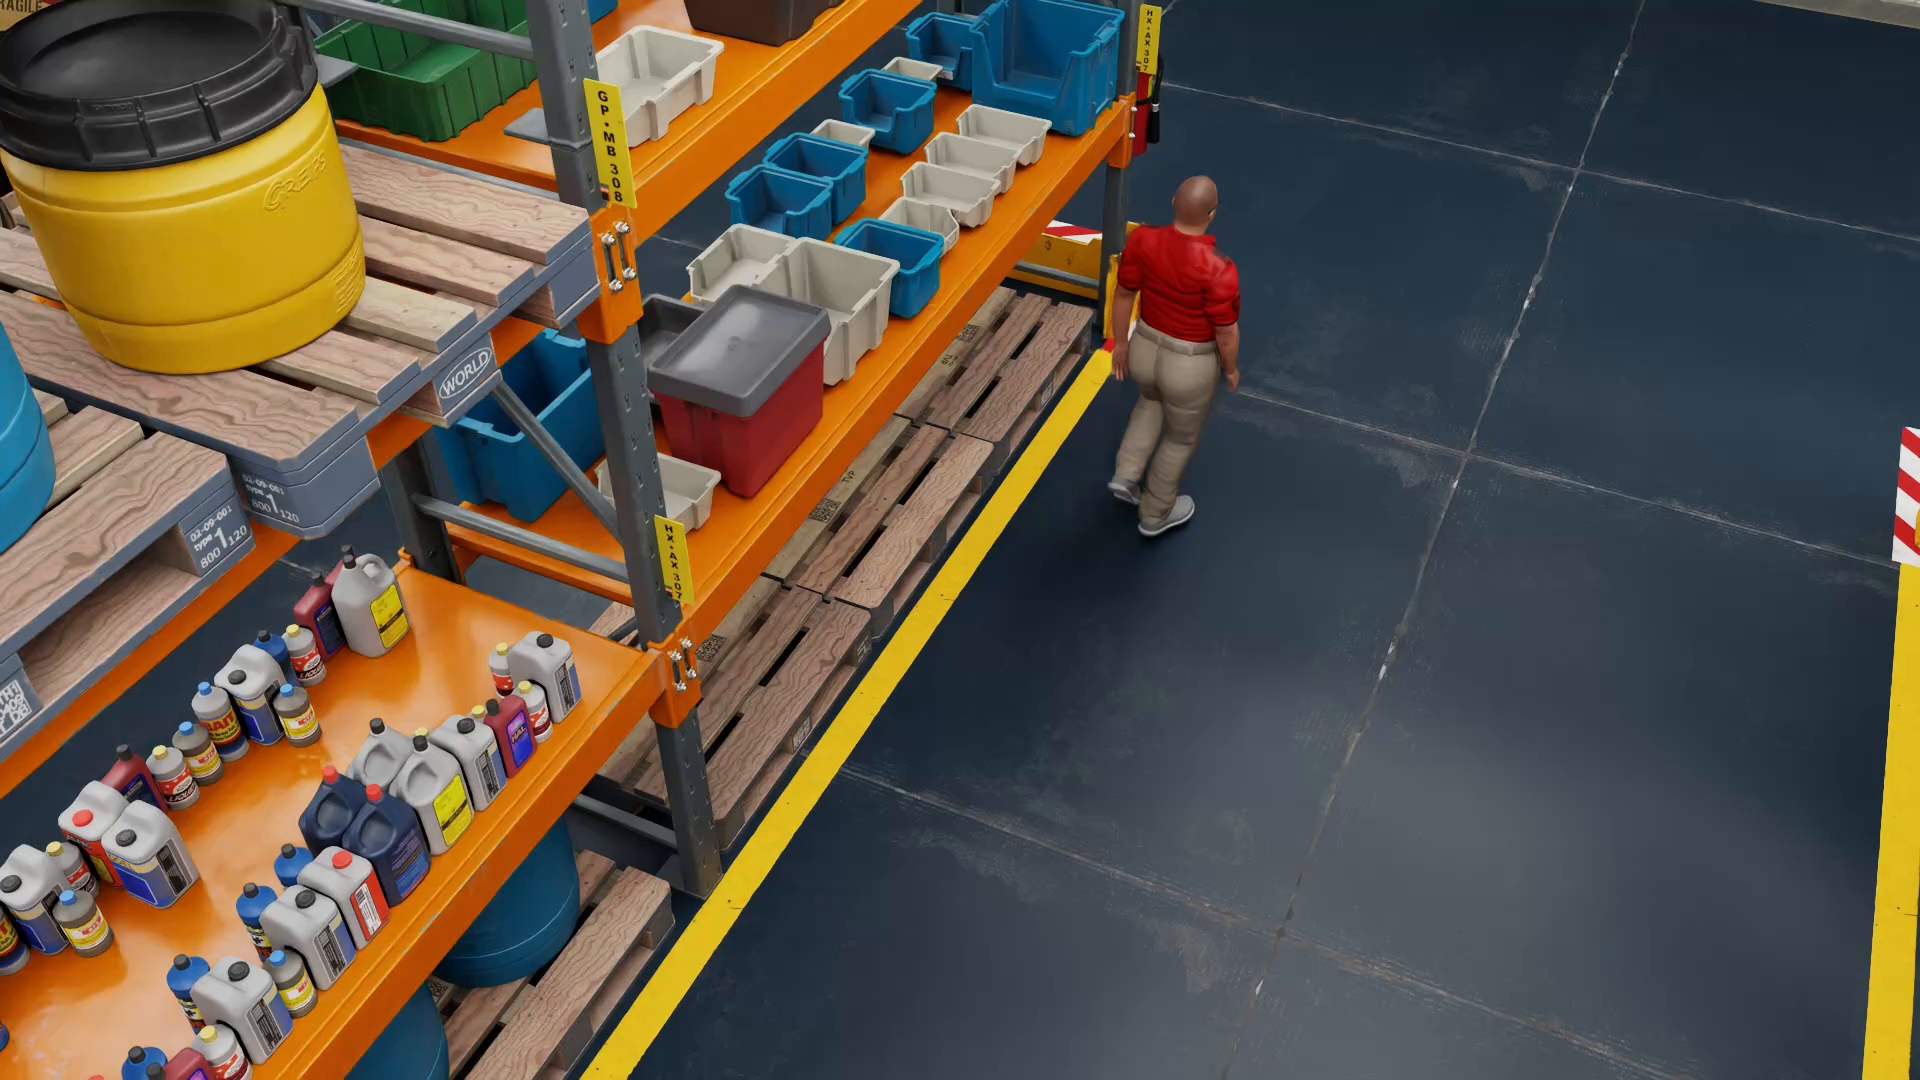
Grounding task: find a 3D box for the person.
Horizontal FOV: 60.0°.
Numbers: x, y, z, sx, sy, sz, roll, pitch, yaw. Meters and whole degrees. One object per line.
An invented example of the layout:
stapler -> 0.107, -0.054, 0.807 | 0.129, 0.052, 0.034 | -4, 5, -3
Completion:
person -> 0.923, -0.759, 7.014 | 0.544, 1.758, 0.443 | 31, 50, 30
